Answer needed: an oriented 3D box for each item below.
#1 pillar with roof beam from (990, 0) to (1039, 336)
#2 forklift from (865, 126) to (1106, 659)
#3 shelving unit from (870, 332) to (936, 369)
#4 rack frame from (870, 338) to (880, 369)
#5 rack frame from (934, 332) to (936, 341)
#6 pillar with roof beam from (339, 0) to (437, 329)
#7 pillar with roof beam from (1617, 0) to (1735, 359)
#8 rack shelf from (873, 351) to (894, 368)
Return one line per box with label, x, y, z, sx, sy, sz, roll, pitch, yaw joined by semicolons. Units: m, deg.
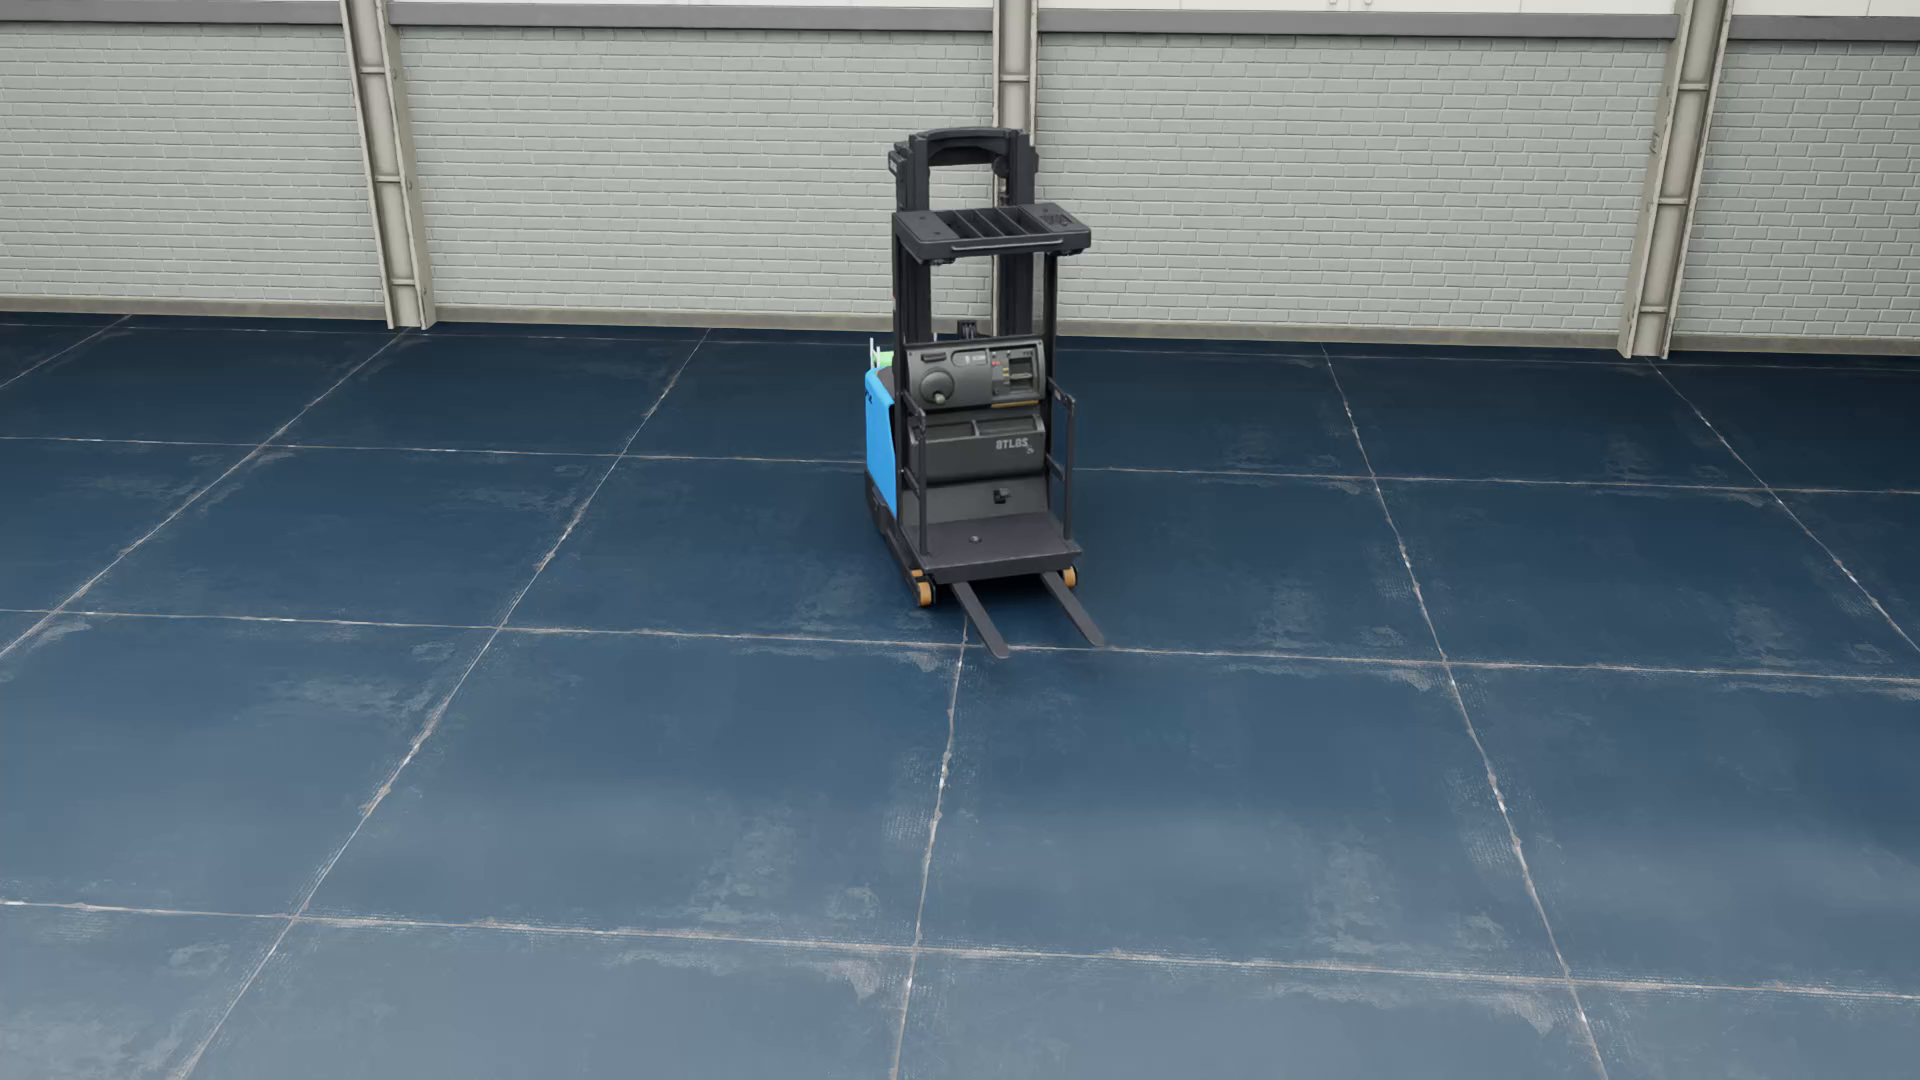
pillar with roof beam;0.173;-4.262;10.459;0.400;9.000;9.100;2;25;4
forklift;0.167;-1.070;10.781;1.130;2.935;3.031;-6;25;-14
shelving unit;-0.393;-0.939;12.566;0.503;1.200;0.258;-7;26;-14
rack frame;-0.629;-0.912;12.507;0.015;1.200;0.240;-7;26;-14
rack frame;-0.158;-0.966;12.626;0.015;1.200;0.240;-7;26;-14
pillar with roof beam;-5.809;-4.454;10.876;0.400;9.000;9.100;2;25;4
pillar with roof beam;6.156;-4.070;10.041;0.400;9.000;9.100;2;25;4
rack shelf;-0.393;-1.317;12.392;0.480;0.148;0.258;-7;26;-14
